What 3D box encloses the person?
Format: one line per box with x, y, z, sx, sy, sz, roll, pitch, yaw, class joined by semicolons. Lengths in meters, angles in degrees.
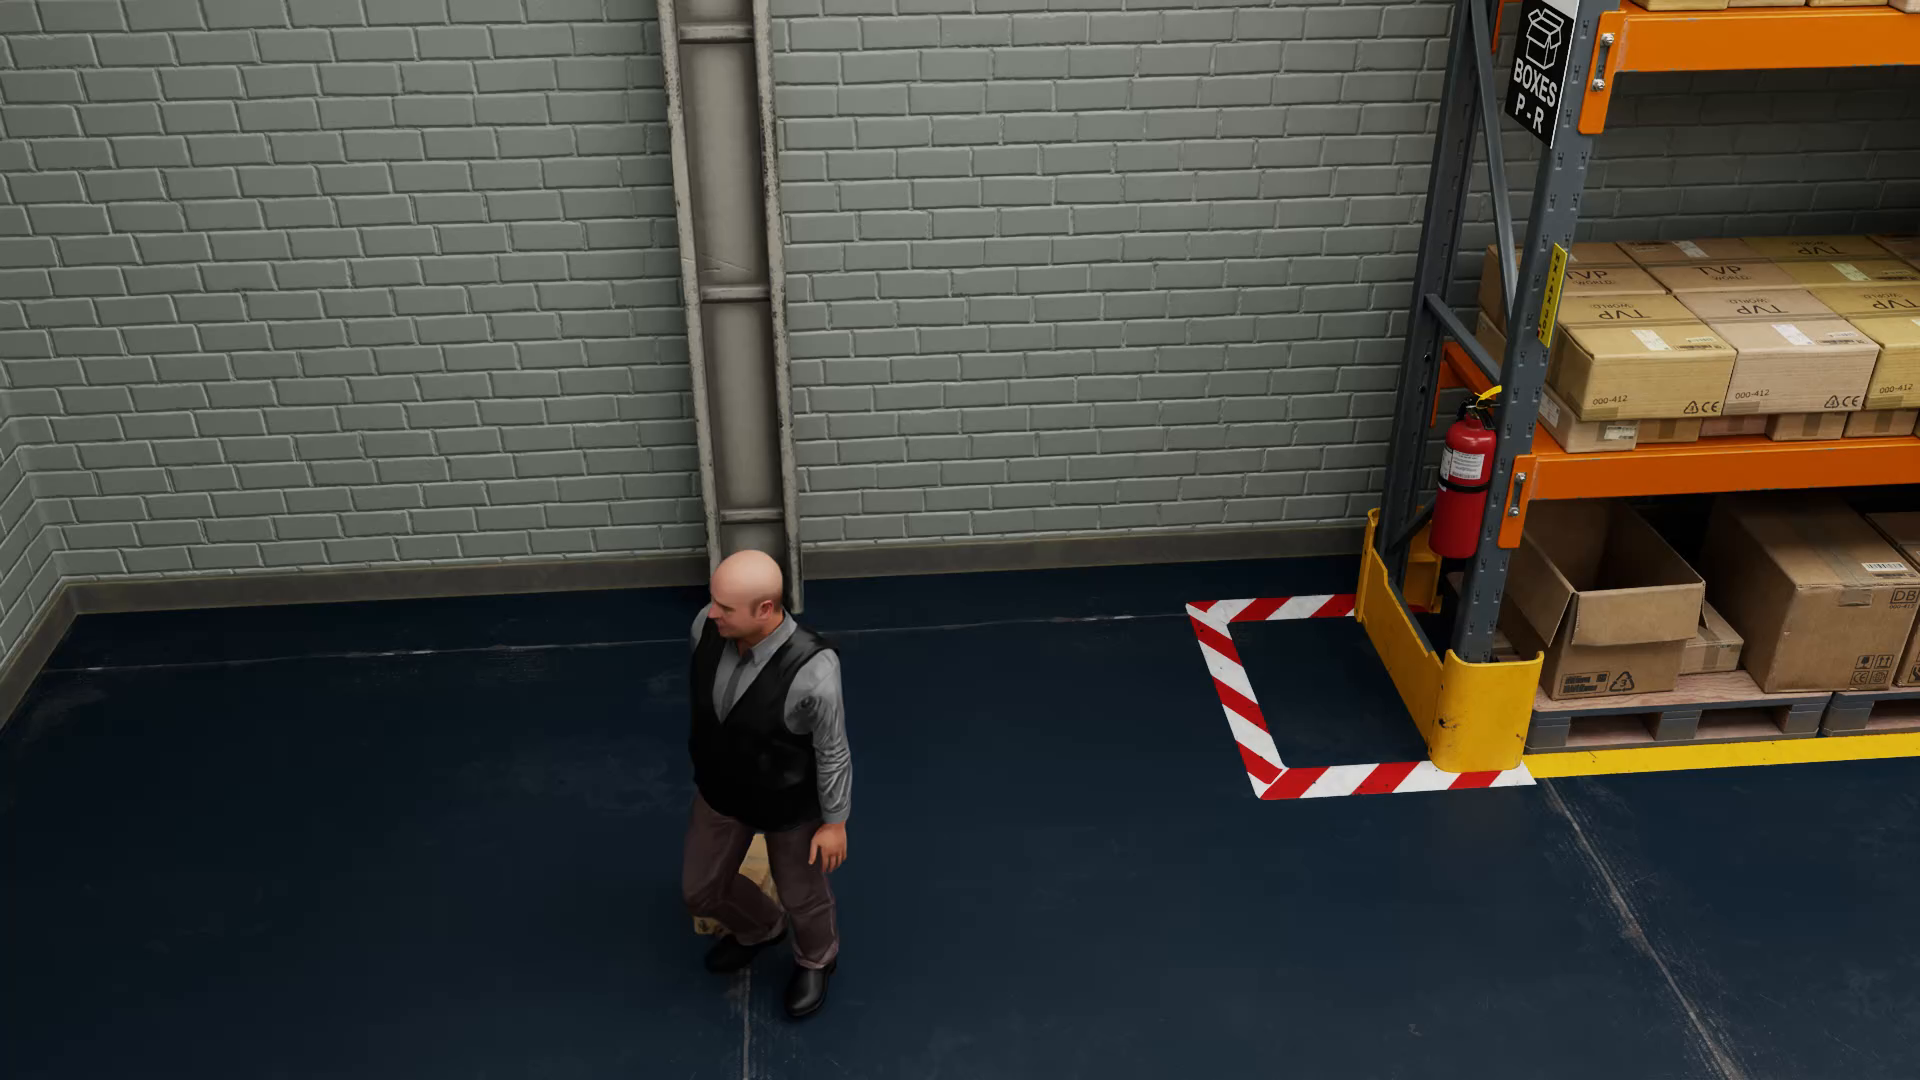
-0.562;0.771;4.931;0.604;1.607;0.453;17;35;25;person
